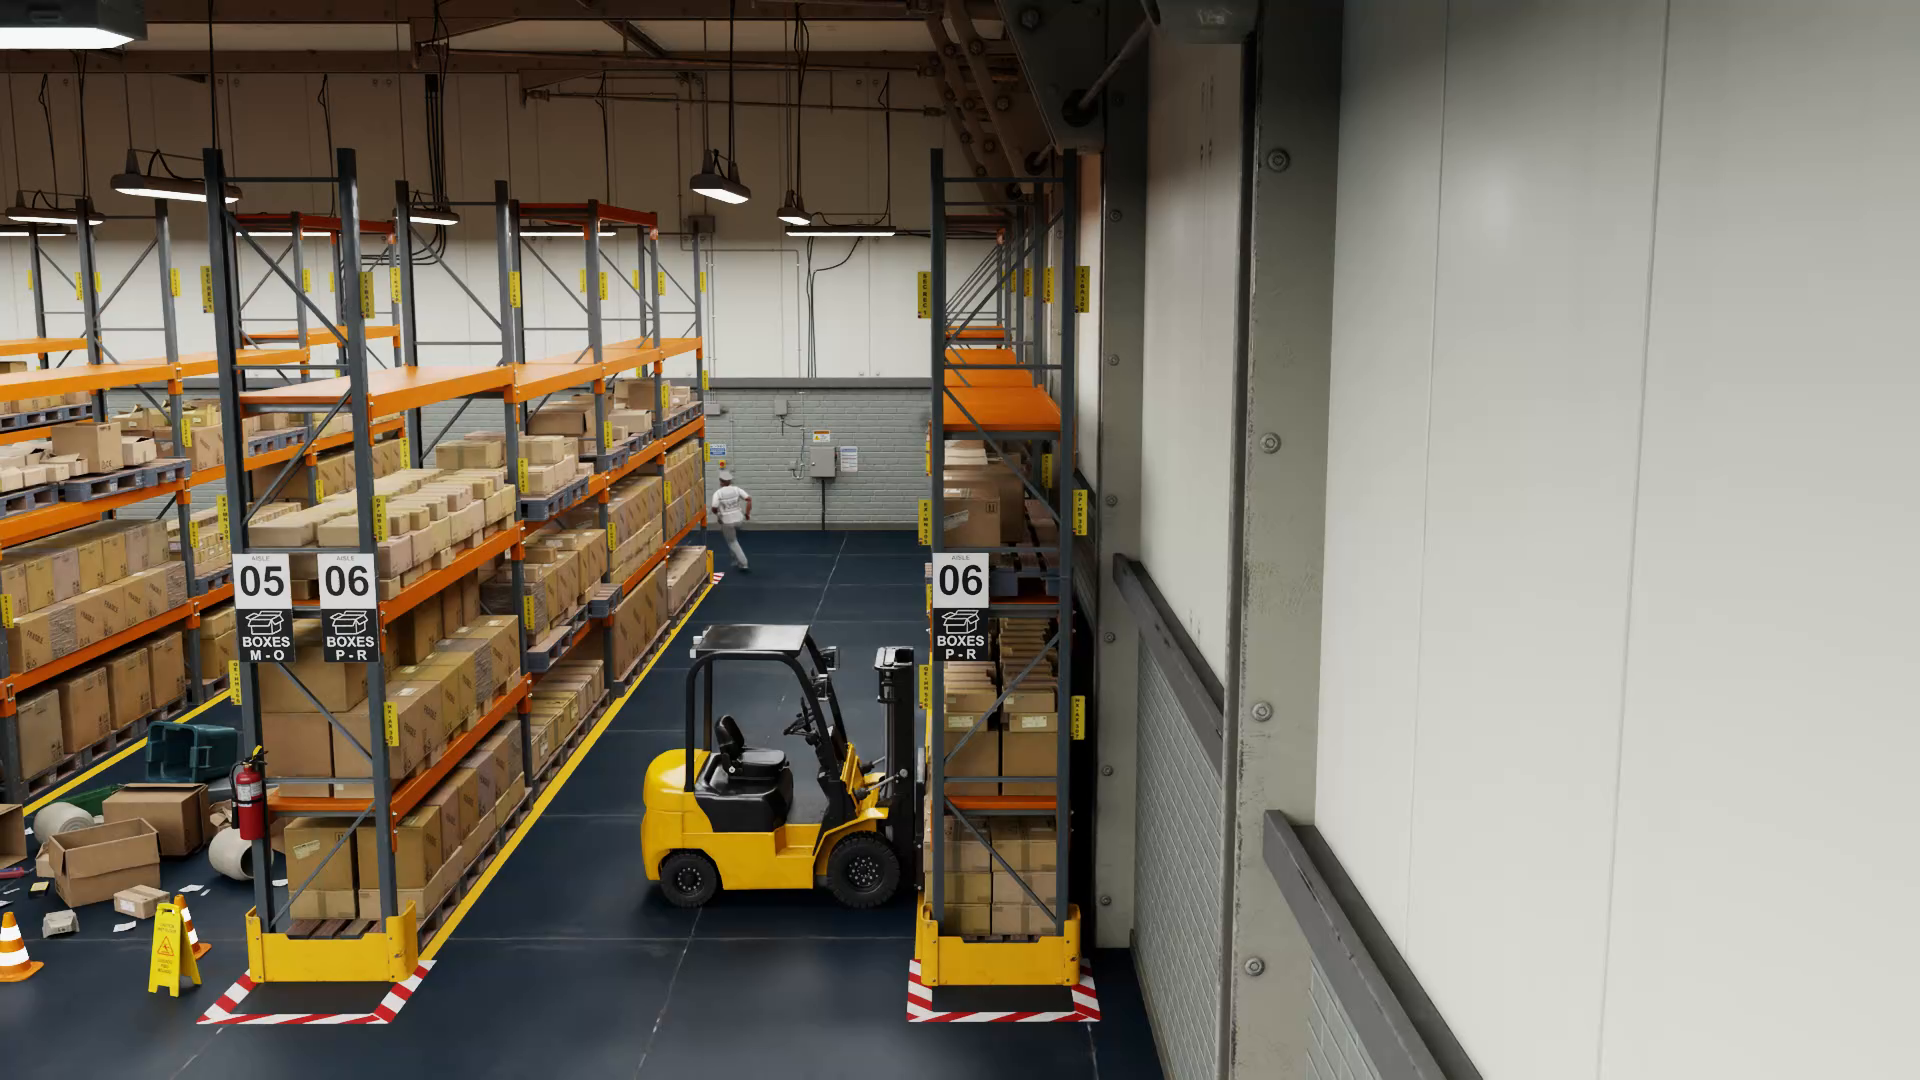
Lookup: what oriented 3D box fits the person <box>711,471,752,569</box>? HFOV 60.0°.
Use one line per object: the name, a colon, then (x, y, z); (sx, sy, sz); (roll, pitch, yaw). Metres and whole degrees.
person: (-4.037, -0.334, 29.009); (0.660, 1.752, 0.684); (-8, 12, -42)
